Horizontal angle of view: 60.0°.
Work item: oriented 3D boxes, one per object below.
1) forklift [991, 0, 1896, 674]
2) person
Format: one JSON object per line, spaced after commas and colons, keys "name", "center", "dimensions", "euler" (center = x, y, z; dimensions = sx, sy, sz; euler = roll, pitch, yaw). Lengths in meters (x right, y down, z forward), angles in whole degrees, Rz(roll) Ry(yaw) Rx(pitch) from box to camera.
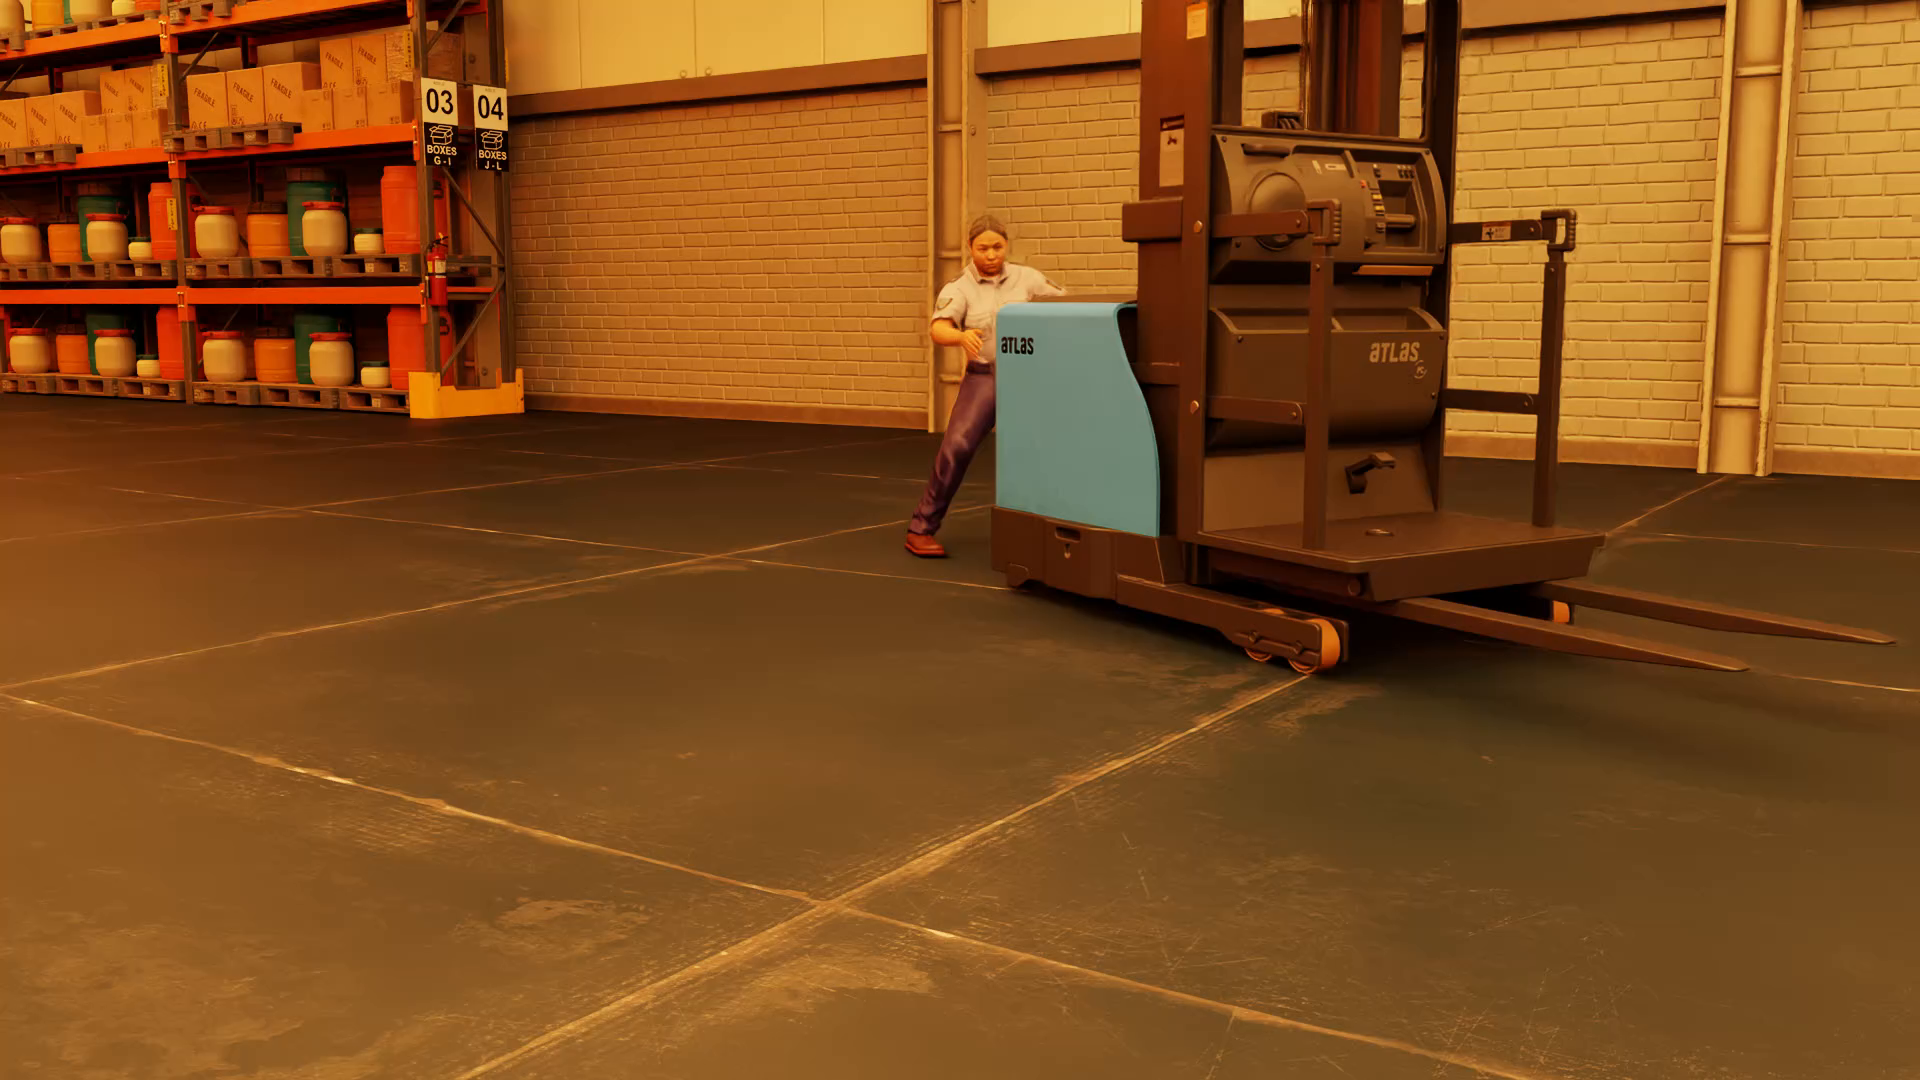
{"name": "forklift", "center": [1.313, -1.133, 5.162], "dimensions": [1.130, 2.935, 3.031], "euler": [-5, 9, -31]}
{"name": "person", "center": [0.214, -0.680, 7.220], "dimensions": [0.909, 1.455, 0.706], "euler": [-2, 8, -14]}
